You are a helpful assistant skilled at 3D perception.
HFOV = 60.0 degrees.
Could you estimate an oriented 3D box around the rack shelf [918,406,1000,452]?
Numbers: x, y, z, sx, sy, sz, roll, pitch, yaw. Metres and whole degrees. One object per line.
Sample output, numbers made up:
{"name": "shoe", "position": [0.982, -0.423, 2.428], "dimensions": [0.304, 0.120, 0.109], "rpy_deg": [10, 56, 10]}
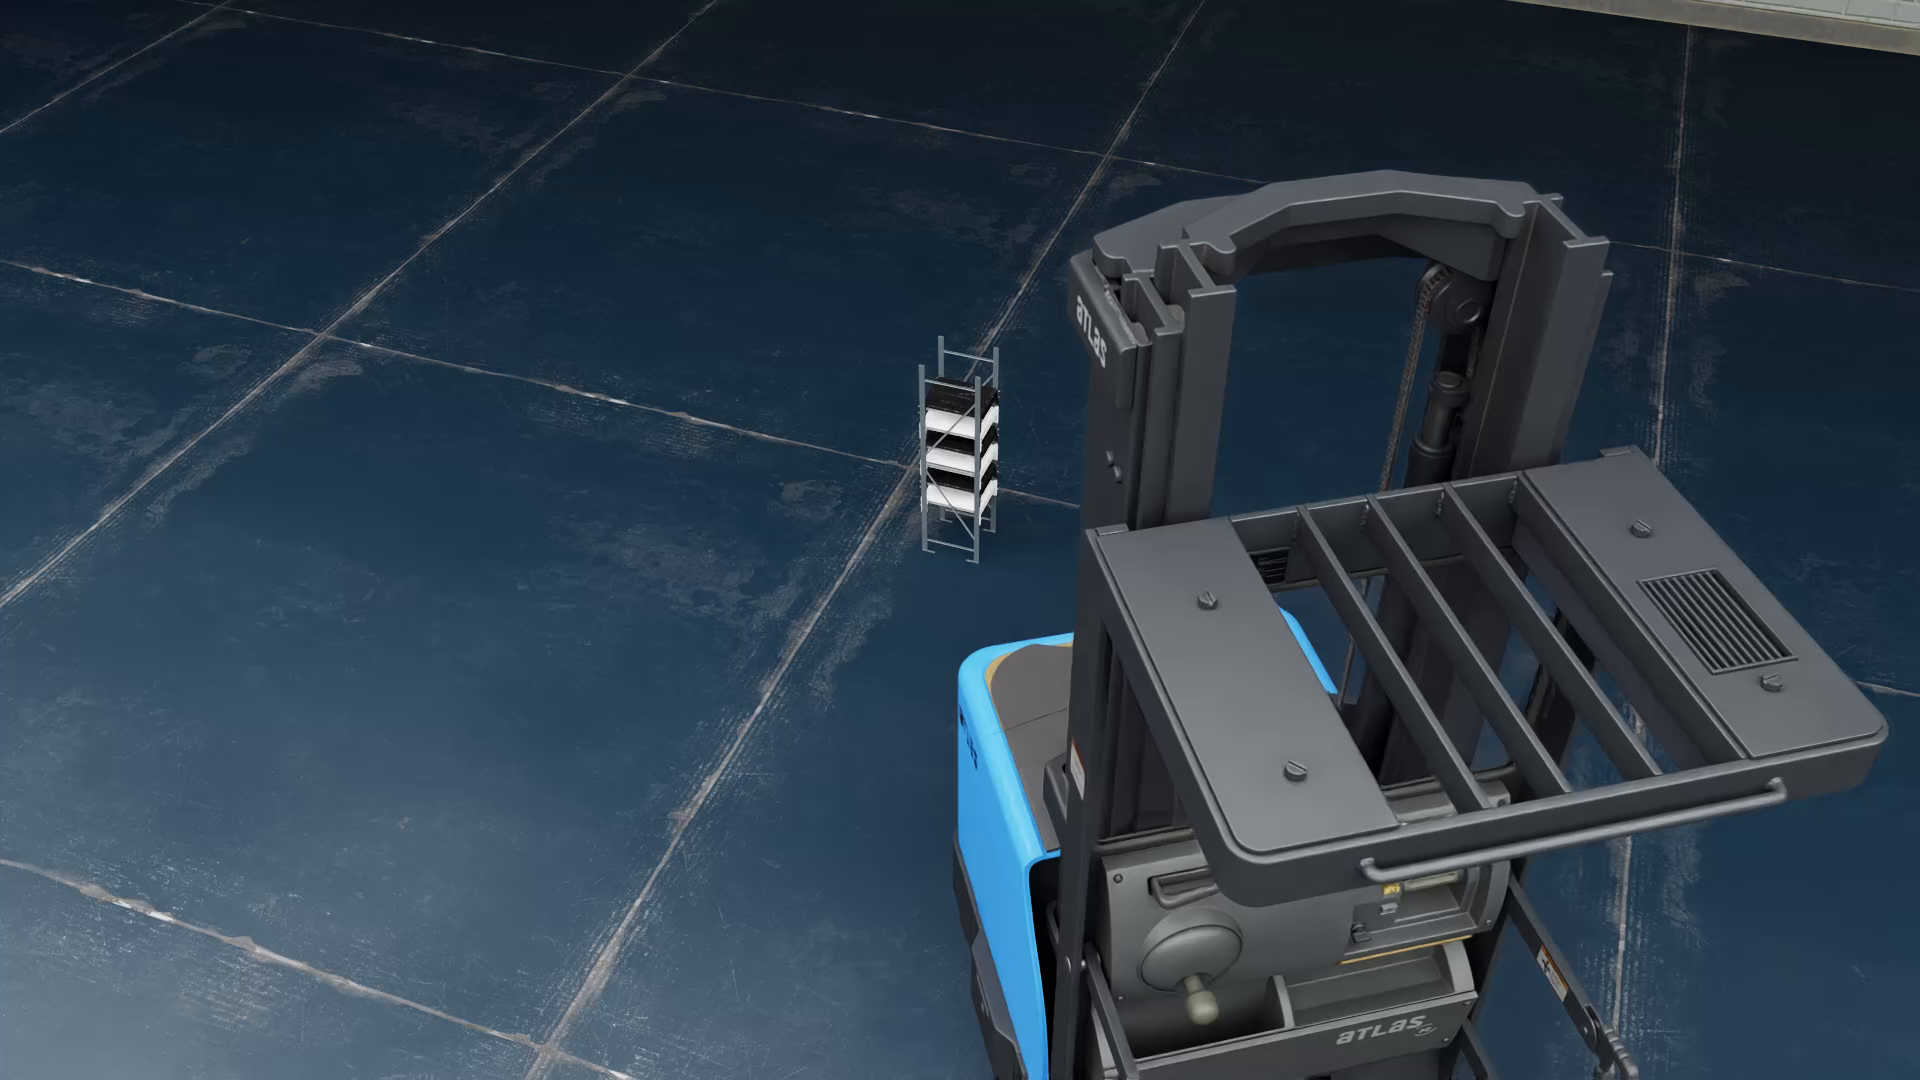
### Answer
{"name": "rack shelf", "position": [-0.003, -0.449, 6.357], "dimensions": [0.258, 0.077, 0.200], "rpy_deg": [13, 42, 15]}

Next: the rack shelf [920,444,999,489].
{"name": "rack shelf", "position": [-0.003, -0.312, 6.474], "dimensions": [0.258, 0.077, 0.200], "rpy_deg": [13, 42, 15]}

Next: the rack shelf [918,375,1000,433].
{"name": "rack shelf", "position": [-0.003, -0.517, 6.299], "dimensions": [0.258, 0.077, 0.200], "rpy_deg": [13, 42, 15]}

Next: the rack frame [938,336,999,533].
{"name": "rack frame", "position": [0.032, -0.399, 6.525], "dimensions": [0.240, 0.900, 0.006], "rpy_deg": [13, 42, 15]}

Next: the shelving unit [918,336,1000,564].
{"name": "shelving unit", "position": [-0.003, -0.337, 6.452], "dimensions": [0.258, 0.900, 0.210], "rpy_deg": [13, 42, 15]}

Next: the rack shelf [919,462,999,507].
{"name": "rack shelf", "position": [-0.003, -0.244, 6.532], "dimensions": [0.258, 0.077, 0.200], "rpy_deg": [13, 42, 15]}

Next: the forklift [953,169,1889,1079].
{"name": "forklift", "position": [0.817, 0.874, 3.467], "dimensions": [1.130, 2.935, 3.031], "rpy_deg": [-9, 41, -10]}

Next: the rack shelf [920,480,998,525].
{"name": "rack shelf", "position": [-0.003, -0.175, 6.591], "dimensions": [0.258, 0.077, 0.200], "rpy_deg": [13, 42, 15]}

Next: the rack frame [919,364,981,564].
{"name": "rack frame", "position": [-0.038, -0.275, 6.379], "dimensions": [0.240, 0.900, 0.006], "rpy_deg": [13, 42, 15]}

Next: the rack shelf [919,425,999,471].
{"name": "rack shelf", "position": [-0.003, -0.380, 6.415], "dimensions": [0.258, 0.077, 0.200], "rpy_deg": [13, 42, 15]}
